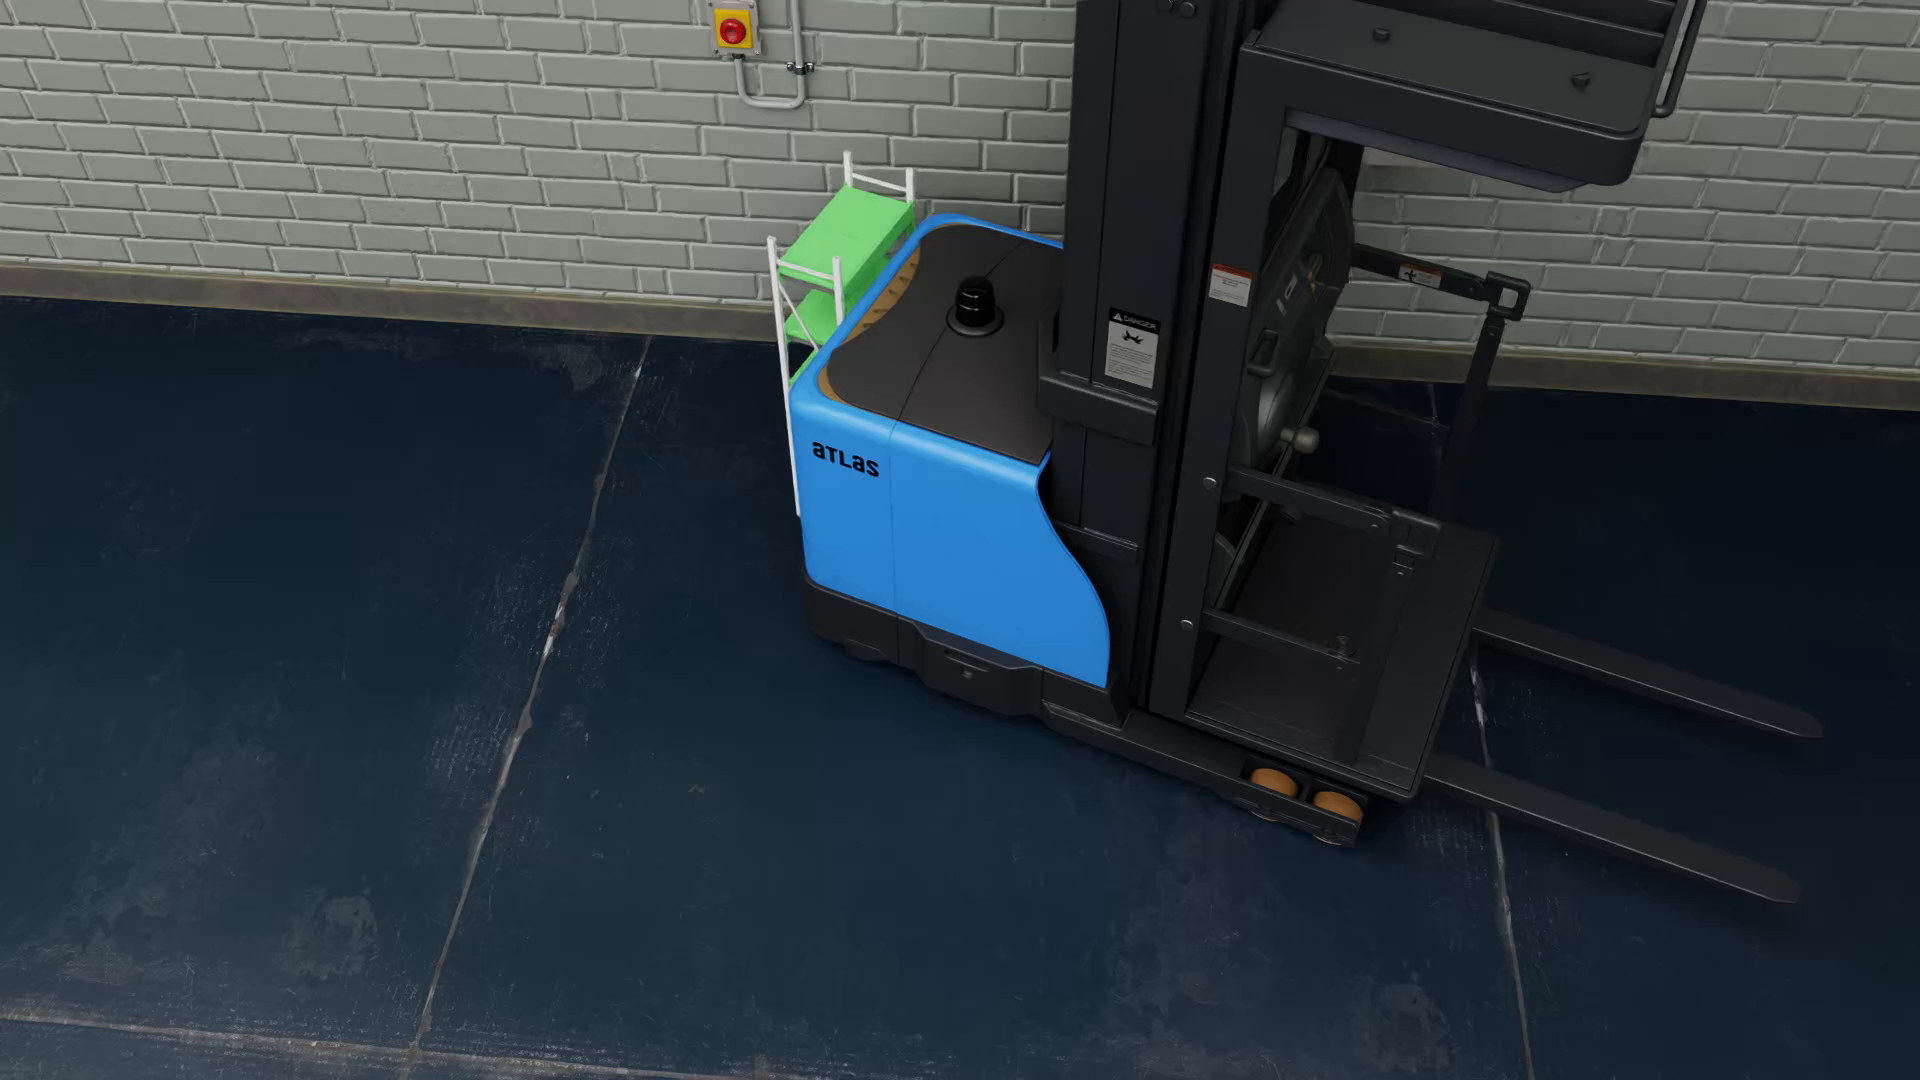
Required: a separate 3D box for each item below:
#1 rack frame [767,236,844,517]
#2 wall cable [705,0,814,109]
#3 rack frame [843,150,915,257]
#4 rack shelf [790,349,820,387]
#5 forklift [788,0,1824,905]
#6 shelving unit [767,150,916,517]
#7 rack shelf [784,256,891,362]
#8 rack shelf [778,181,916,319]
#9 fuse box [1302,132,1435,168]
[{"bbox_3d":[-0.461,-0.458,5.356,0.240,1.200,0.015,19,50,17],"label":"rack frame"},{"bbox_3d":[-0.784,-2.114,4.941,0.585,1.953,0.123,4,48,4],"label":"wall cable"},{"bbox_3d":[-0.255,-0.785,5.654,0.240,1.200,0.015,19,50,17],"label":"rack frame"},{"bbox_3d":[-0.358,-0.578,5.552,0.258,0.148,0.480,19,50,17],"label":"rack shelf"},{"bbox_3d":[1.056,-0.539,4.257,3.031,2.935,1.130,19,50,17],"label":"forklift"},{"bbox_3d":[-0.358,-0.621,5.505,0.258,1.200,0.503,19,50,17],"label":"shelving unit"},{"bbox_3d":[-0.358,-0.740,5.375,0.258,0.148,0.480,19,50,17],"label":"rack shelf"},{"bbox_3d":[-0.359,-0.902,5.198,0.258,0.148,0.480,19,50,17],"label":"rack shelf"},{"bbox_3d":[1.294,-1.078,5.576,0.539,1.711,0.414,4,48,4],"label":"fuse box"}]
